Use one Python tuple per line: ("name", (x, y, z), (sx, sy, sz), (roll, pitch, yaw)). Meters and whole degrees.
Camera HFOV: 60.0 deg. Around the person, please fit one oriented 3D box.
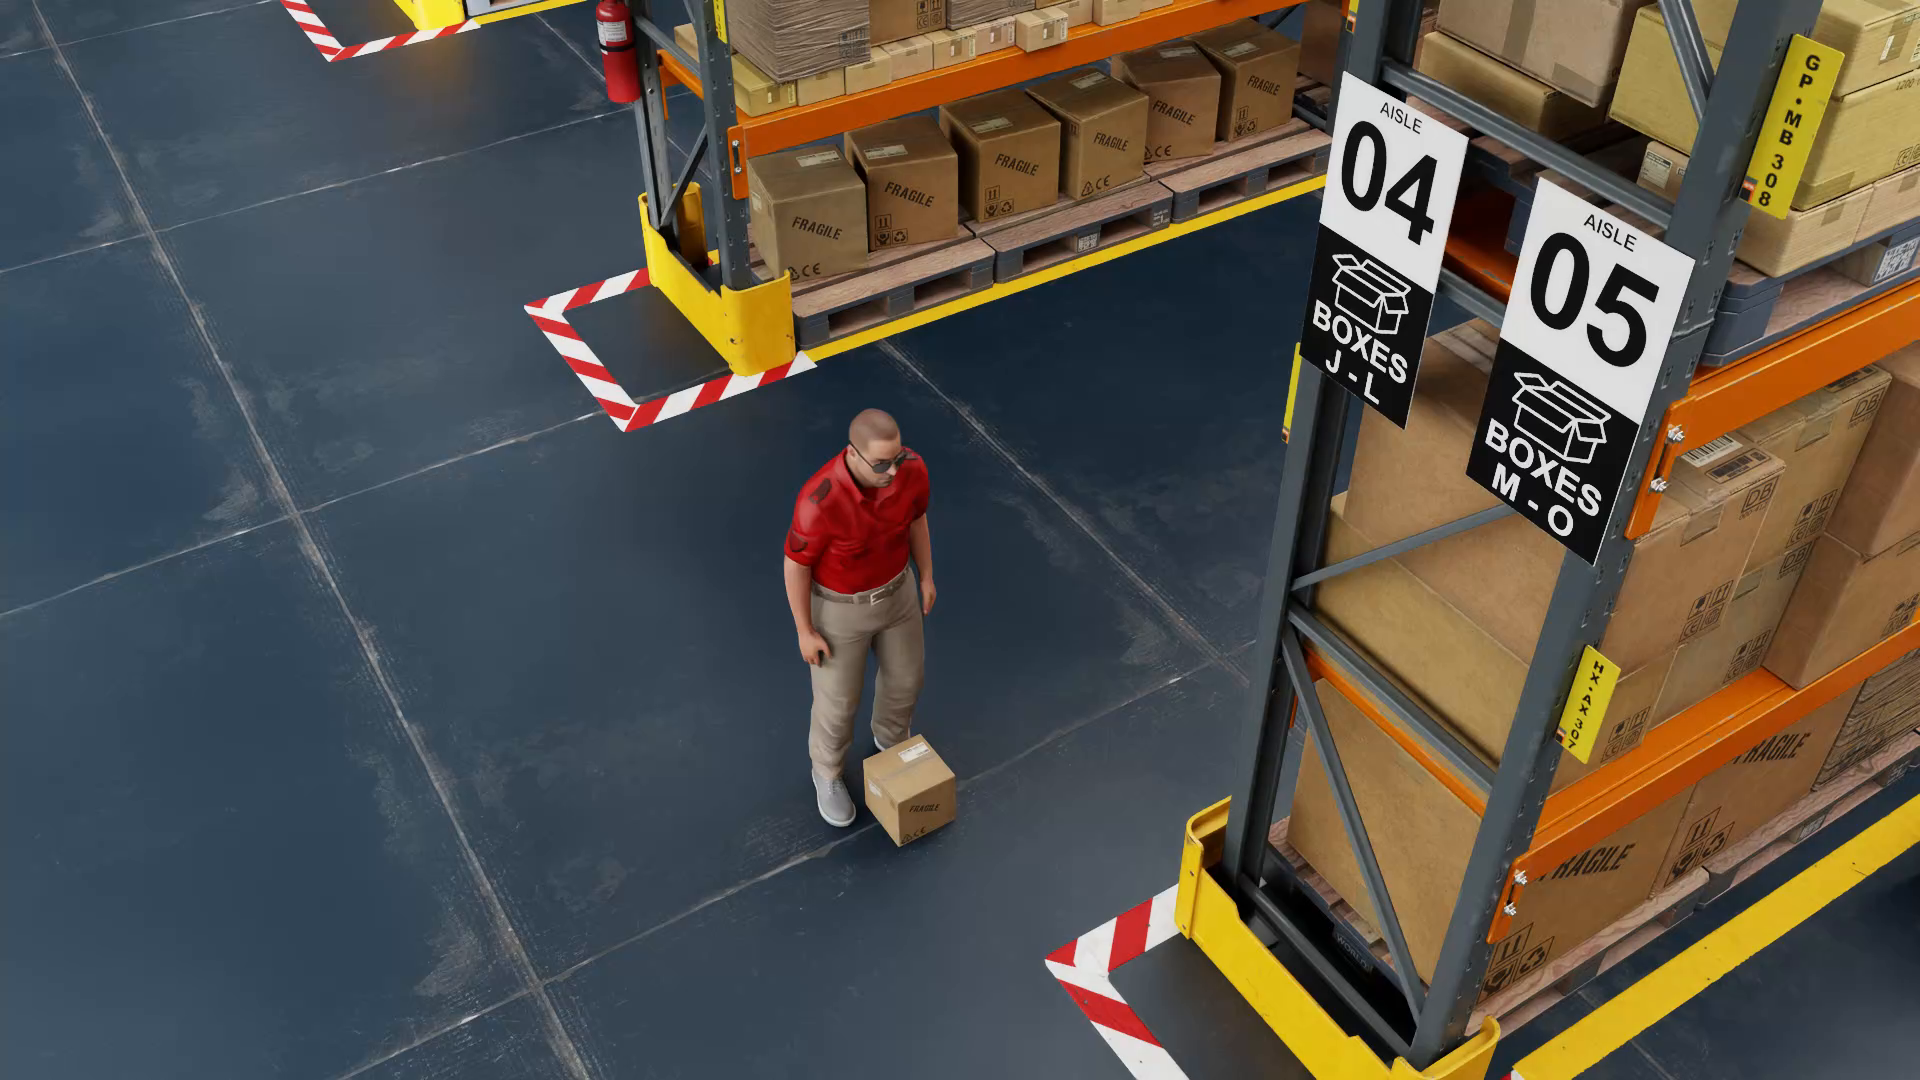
("person", (-0.336, 0.301, 5.950), (0.579, 1.551, 0.392), (-24, 46, -26))
